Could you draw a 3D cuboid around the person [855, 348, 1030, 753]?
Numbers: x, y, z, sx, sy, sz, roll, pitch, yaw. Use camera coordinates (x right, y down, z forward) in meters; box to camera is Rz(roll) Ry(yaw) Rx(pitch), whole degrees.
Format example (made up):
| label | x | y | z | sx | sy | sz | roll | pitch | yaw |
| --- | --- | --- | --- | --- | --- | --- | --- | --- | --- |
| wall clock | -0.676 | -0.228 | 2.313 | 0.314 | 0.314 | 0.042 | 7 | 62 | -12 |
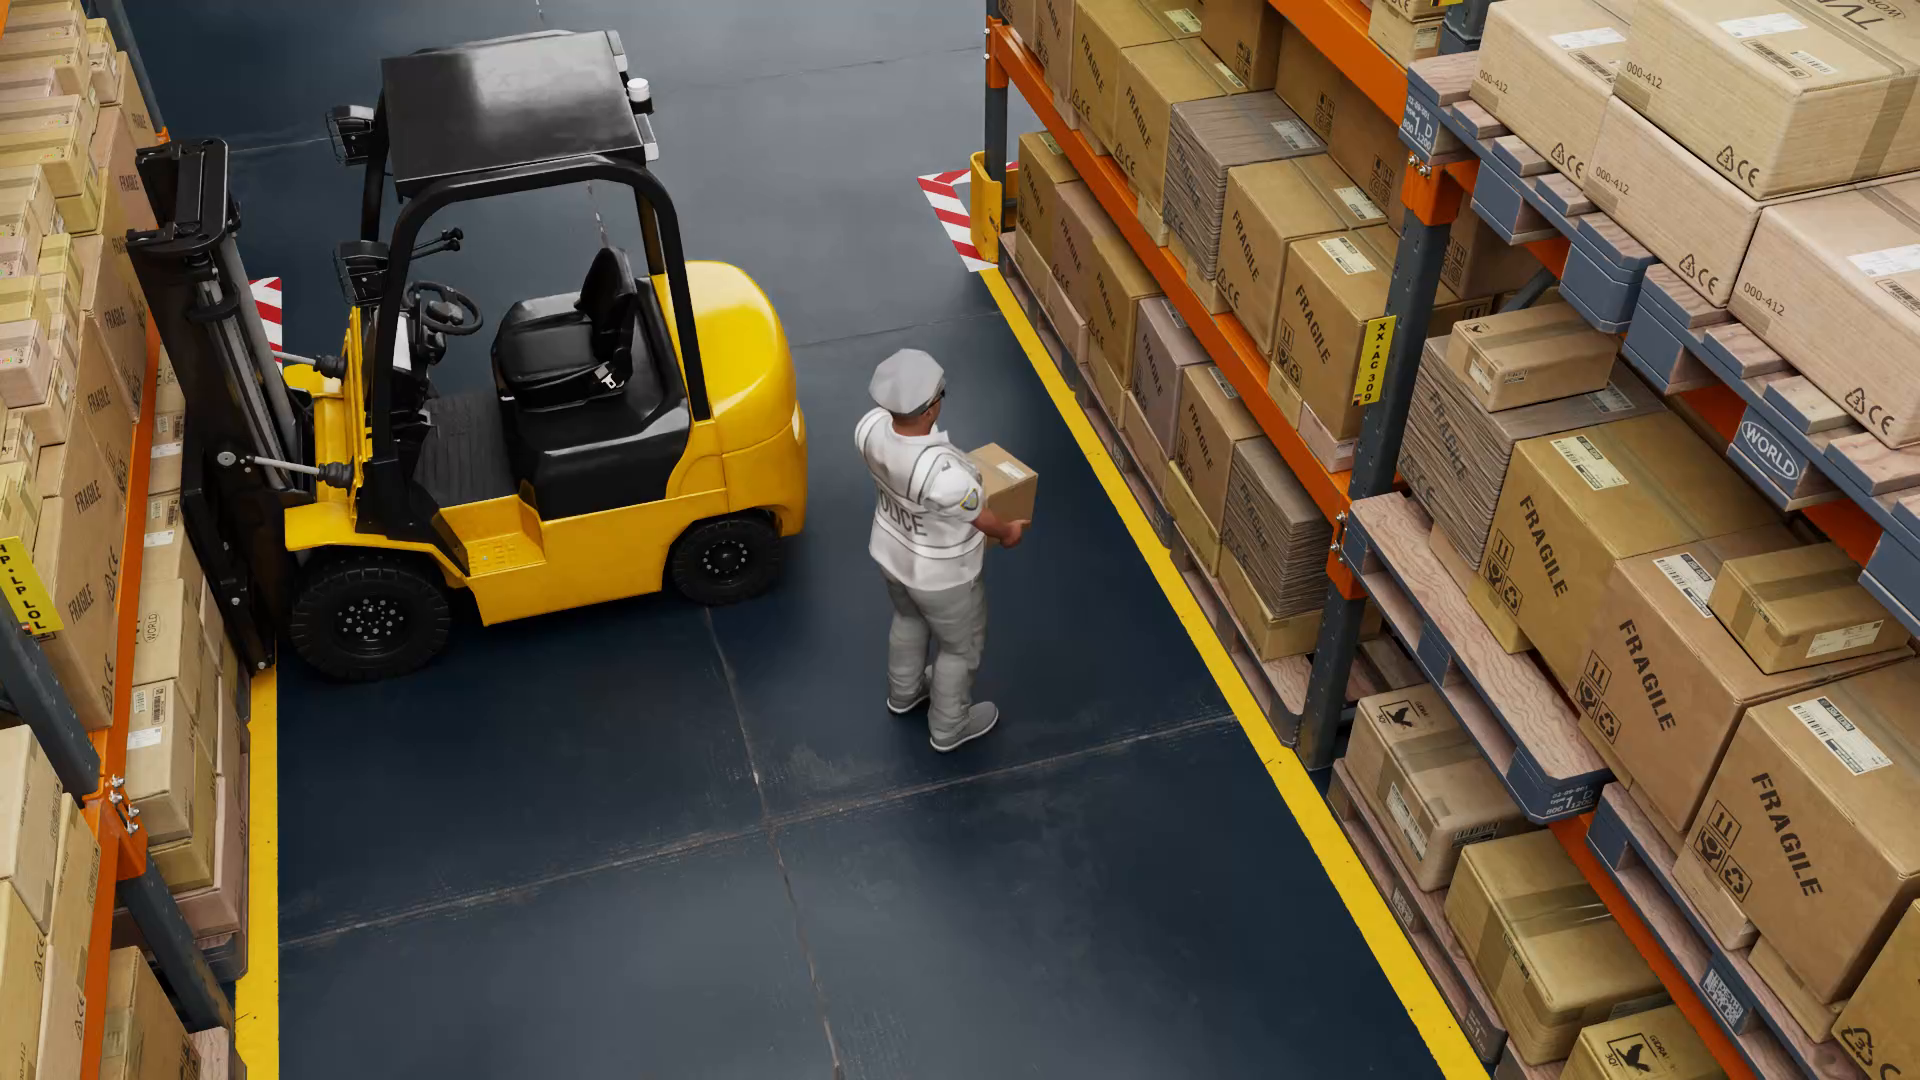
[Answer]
| label | x | y | z | sx | sy | sz | roll | pitch | yaw |
| --- | --- | --- | --- | --- | --- | --- | --- | --- | --- |
| person | -0.049 | 0.009 | 6.135 | 0.563 | 1.767 | 0.494 | -30 | 50 | -29 |
